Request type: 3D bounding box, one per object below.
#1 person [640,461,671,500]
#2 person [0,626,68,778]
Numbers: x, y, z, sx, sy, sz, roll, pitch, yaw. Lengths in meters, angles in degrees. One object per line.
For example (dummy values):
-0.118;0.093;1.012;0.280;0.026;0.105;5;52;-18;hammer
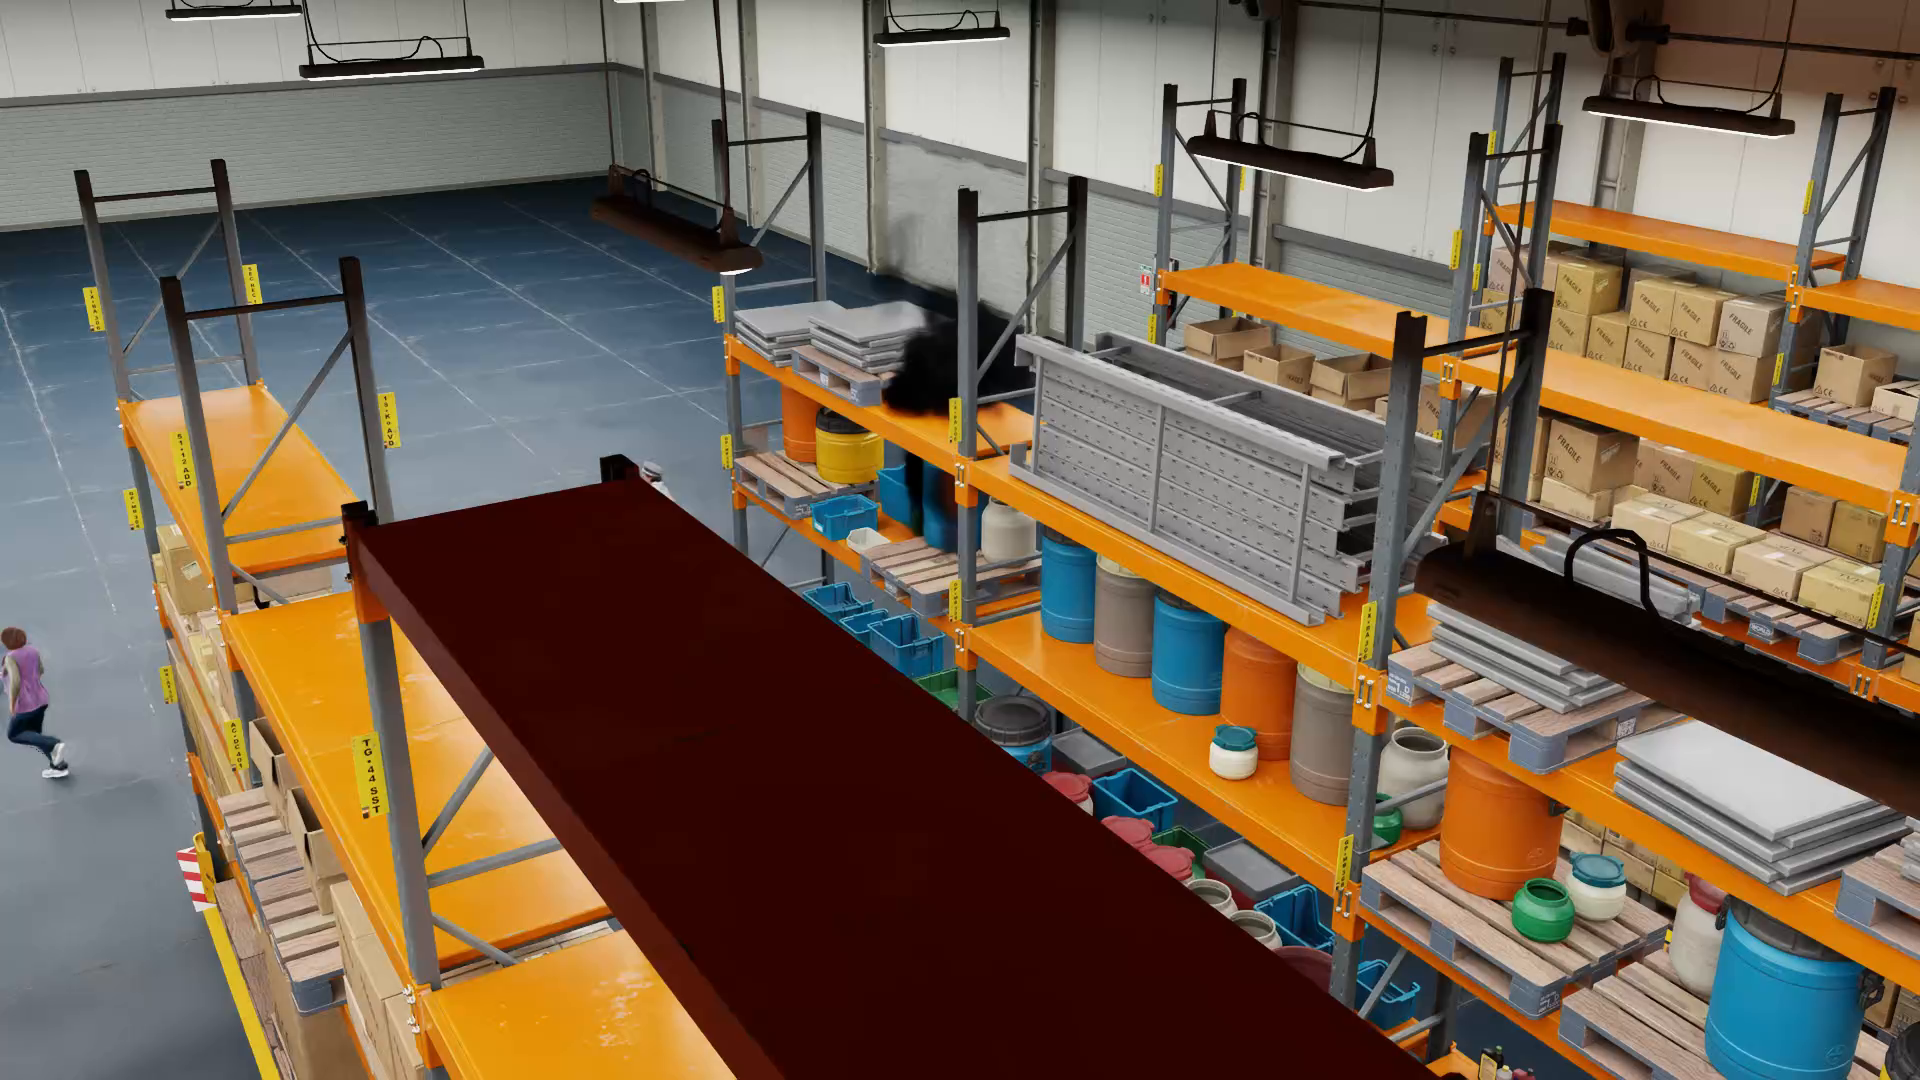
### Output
-3.602;-0.133;19.509;0.538;1.658;0.630;-3;22;-7;person
-8.695;1.578;15.519;0.604;1.472;0.571;3;22;8;person
